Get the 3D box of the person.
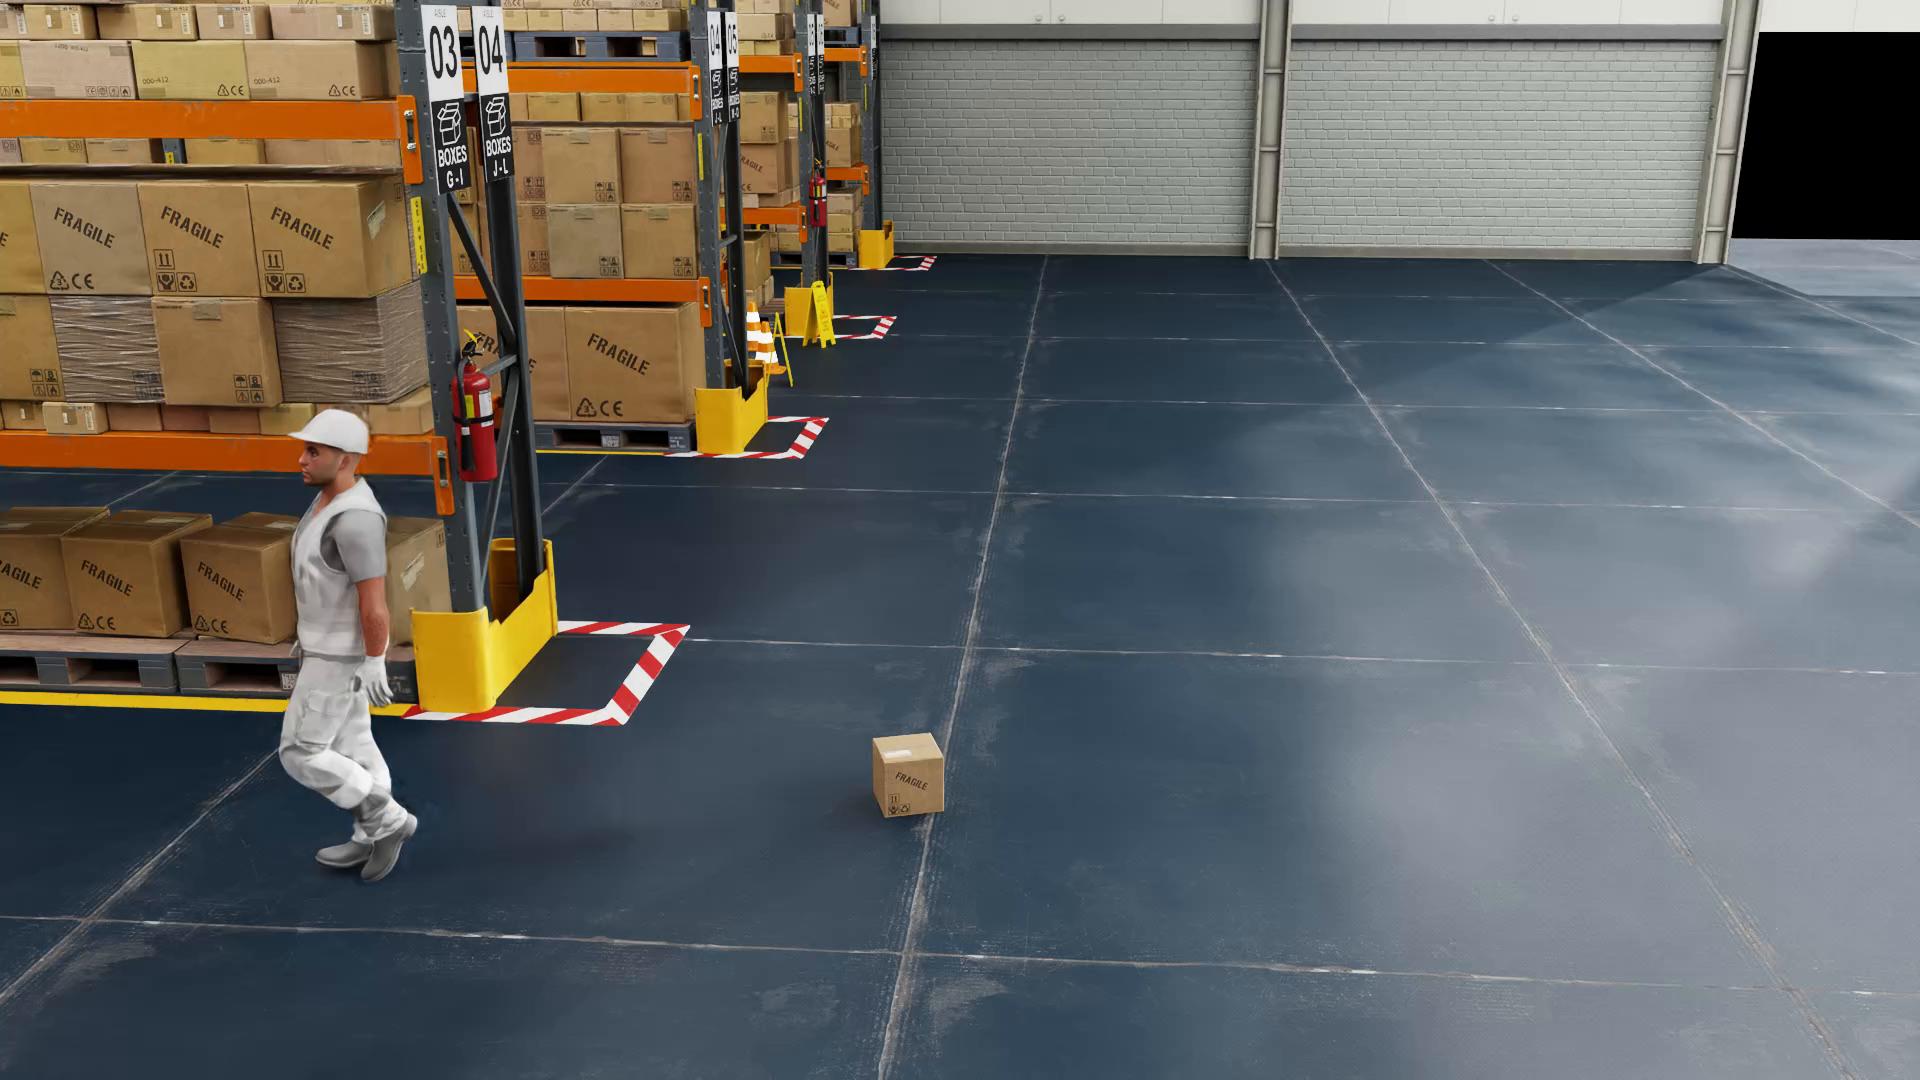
[{"bbox_3d":[-2.317,0.406,6.136,0.455,1.792,0.552,-8,19,-23],"label":"person"}]
